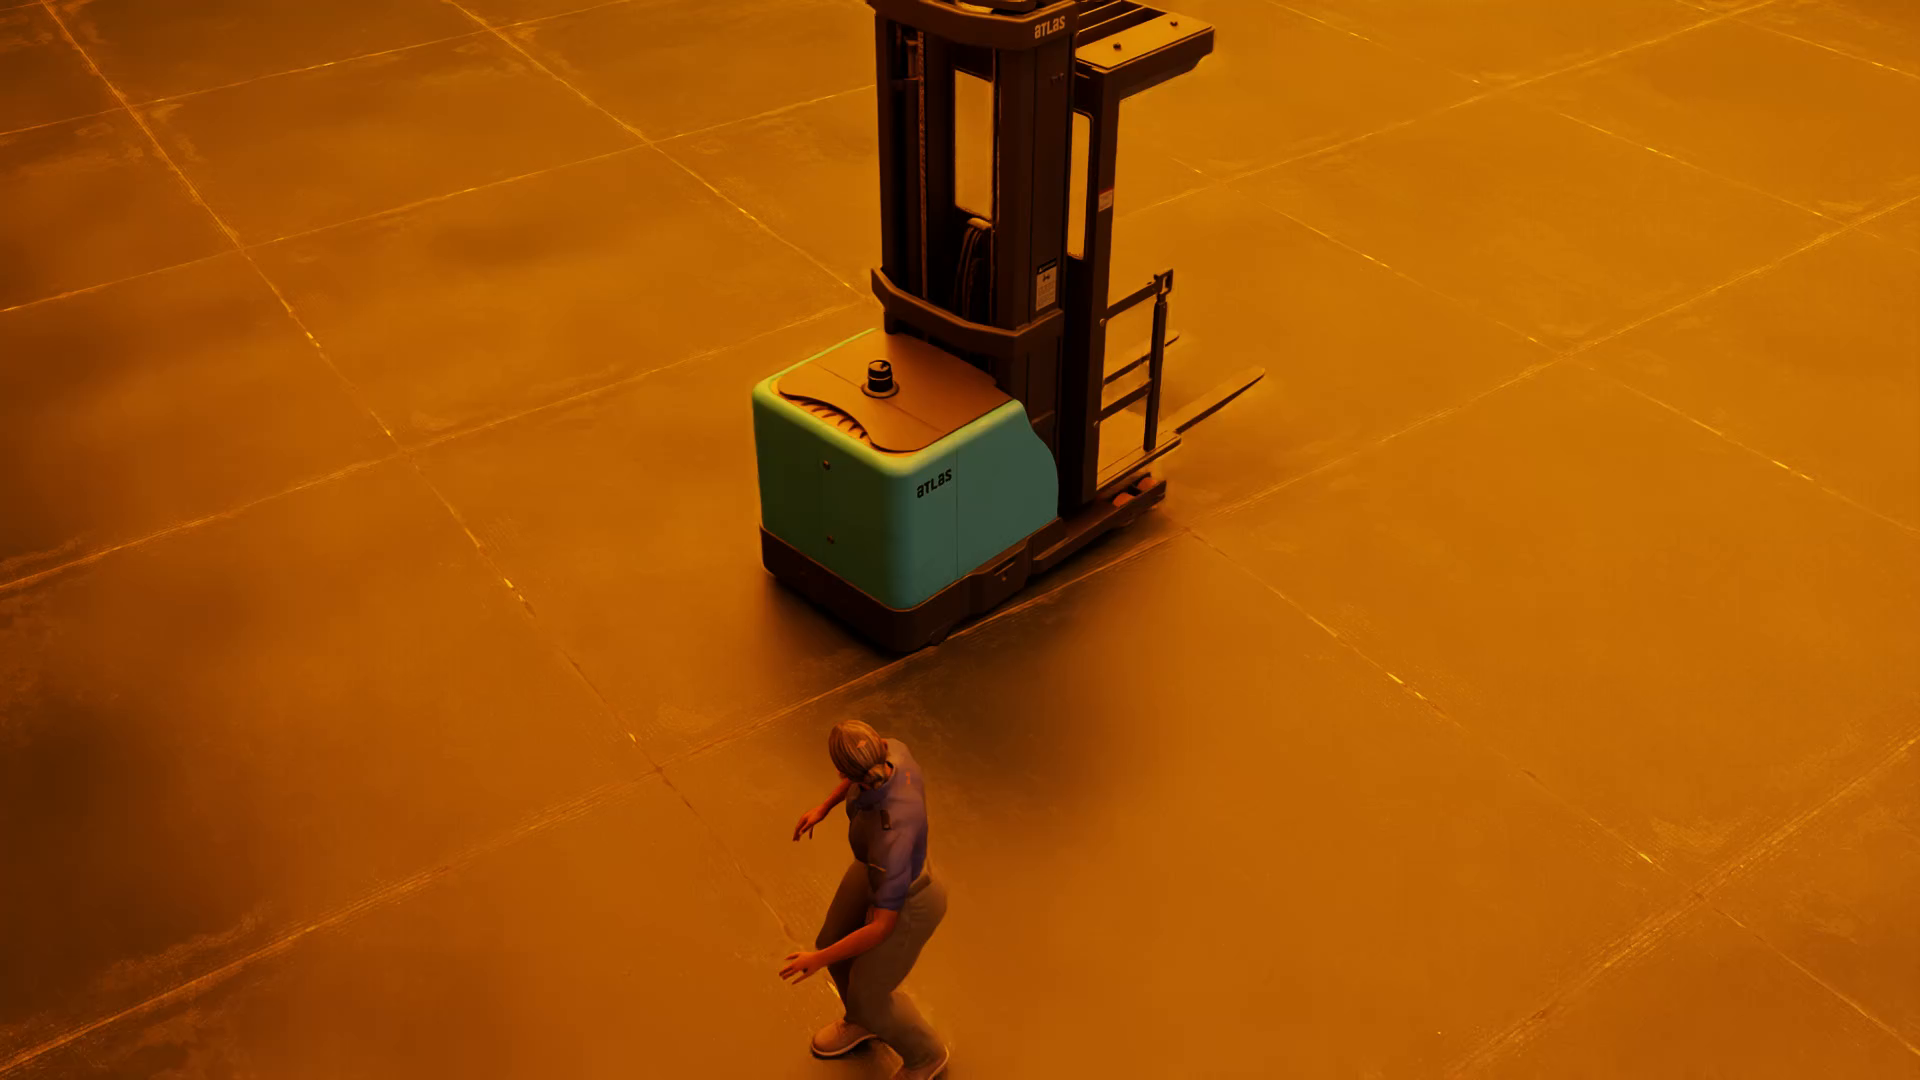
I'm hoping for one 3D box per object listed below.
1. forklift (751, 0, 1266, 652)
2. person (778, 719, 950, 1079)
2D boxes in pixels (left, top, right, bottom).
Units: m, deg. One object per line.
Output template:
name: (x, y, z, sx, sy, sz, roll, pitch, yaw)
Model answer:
forklift: (0.421, -1.444, 7.897, 1.130, 2.935, 3.031, 30, 46, 34)
person: (-0.342, 1.206, 5.478, 0.618, 1.607, 0.695, -11, 38, -14)
